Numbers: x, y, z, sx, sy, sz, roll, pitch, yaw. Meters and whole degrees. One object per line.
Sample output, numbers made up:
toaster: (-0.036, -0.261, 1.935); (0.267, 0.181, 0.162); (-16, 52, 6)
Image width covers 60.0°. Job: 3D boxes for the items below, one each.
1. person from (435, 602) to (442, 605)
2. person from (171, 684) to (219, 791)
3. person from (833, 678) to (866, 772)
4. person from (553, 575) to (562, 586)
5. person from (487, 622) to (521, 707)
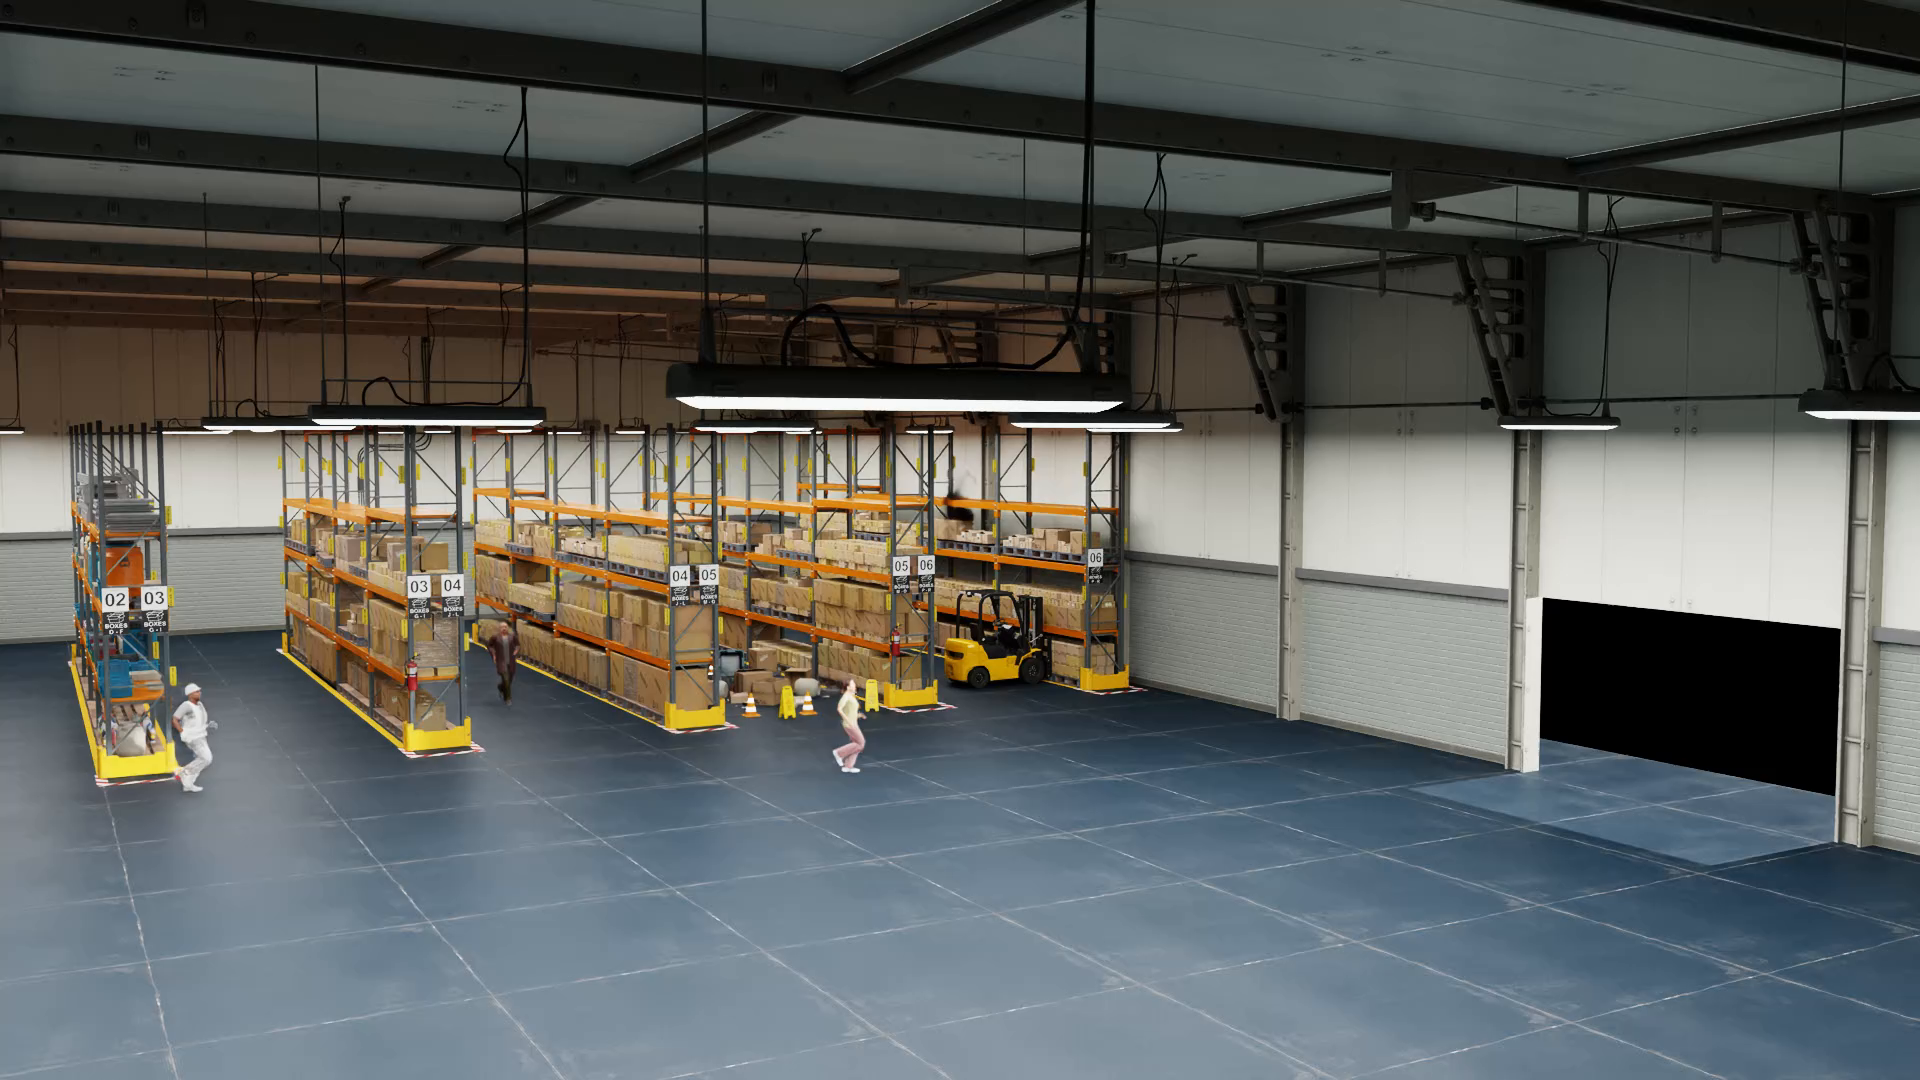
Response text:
person: (-13.828, 2.103, 44.524); (0.691, 1.739, 0.702); (-2, 4, -25)
person: (-12.298, 3.191, 26.842); (0.585, 1.741, 0.678); (0, 4, -4)
person: (-1.887, 3.160, 28.385); (0.549, 1.624, 0.581); (0, 4, 2)
person: (-11.929, 1.834, 49.083); (0.727, 1.725, 0.732); (-2, 4, -30)
person: (-9.746, 2.642, 35.632); (0.699, 1.784, 0.929); (-2, 4, -31)
